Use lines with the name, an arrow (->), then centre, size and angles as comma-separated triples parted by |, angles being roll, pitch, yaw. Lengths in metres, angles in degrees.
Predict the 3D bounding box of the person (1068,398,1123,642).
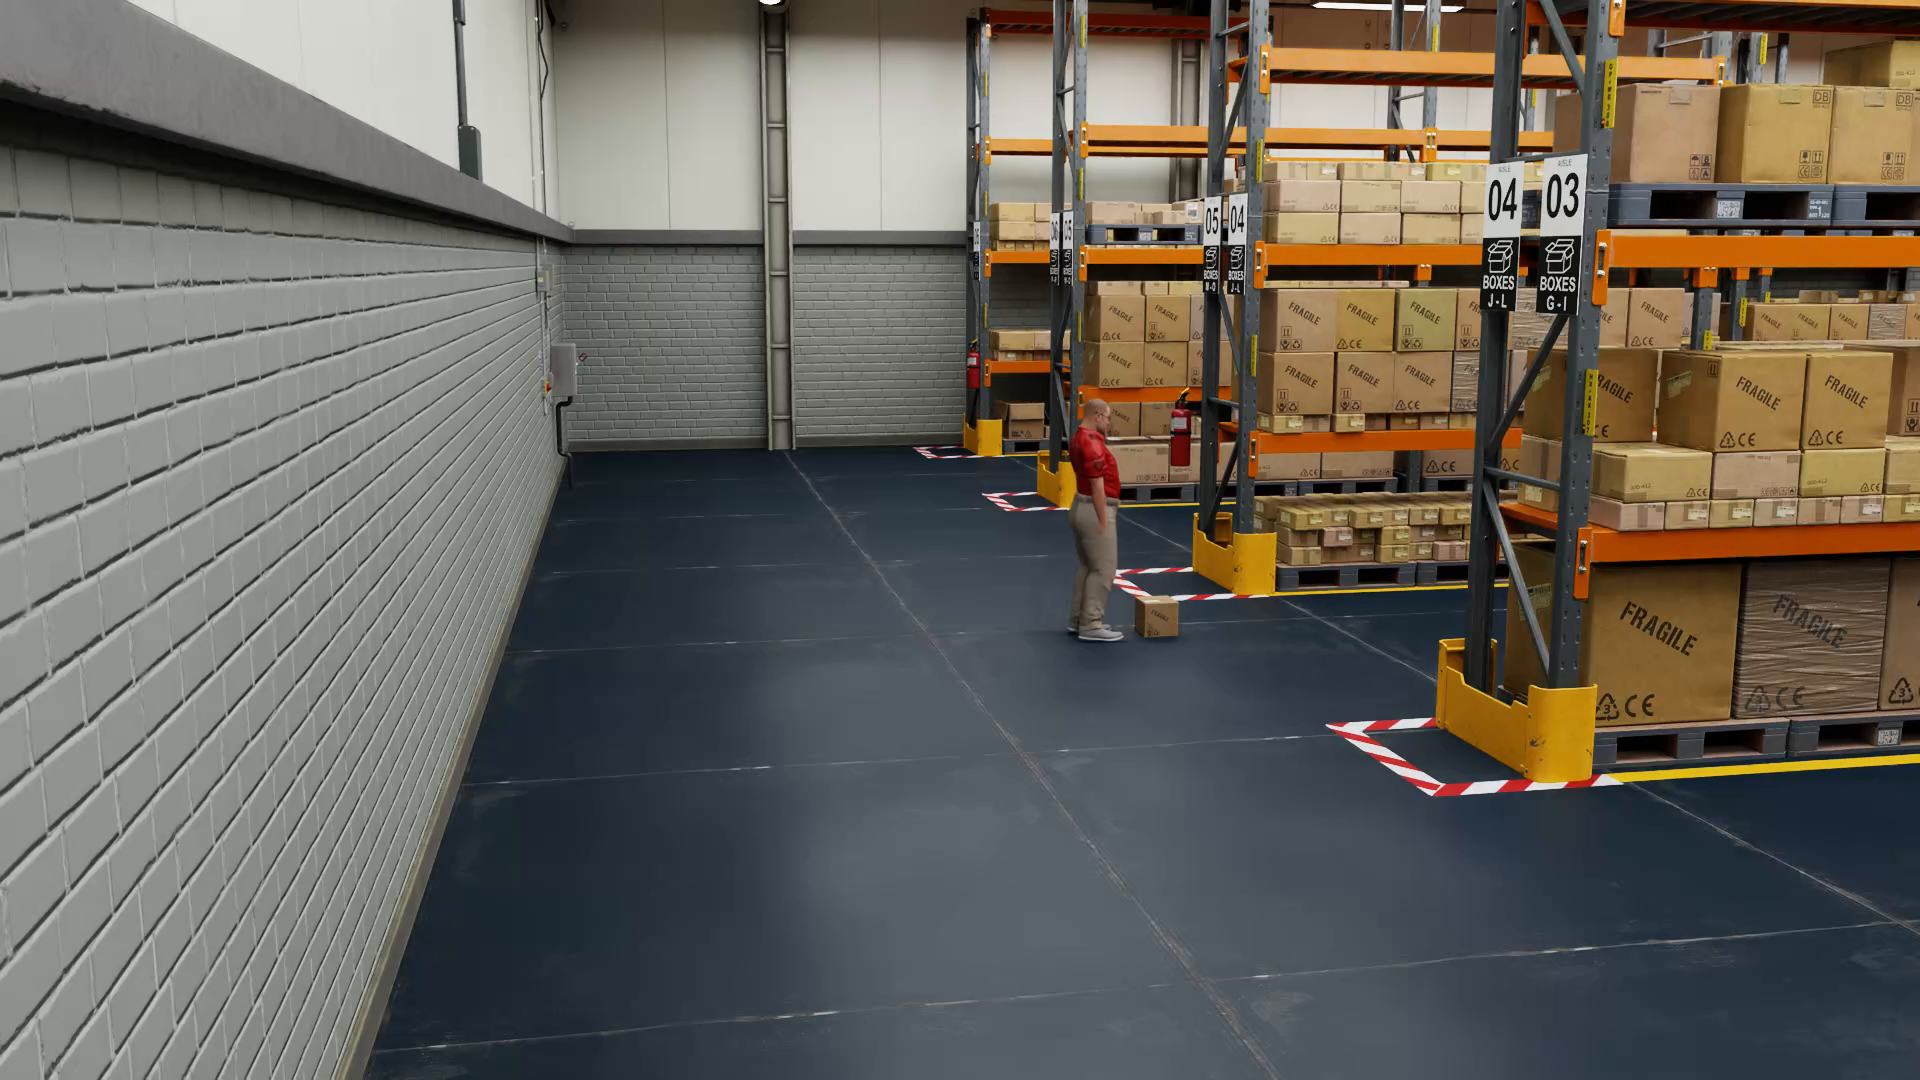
person -> 0.965, -0.151, 11.889 | 0.358, 1.723, 0.531 | -2, 10, -10
